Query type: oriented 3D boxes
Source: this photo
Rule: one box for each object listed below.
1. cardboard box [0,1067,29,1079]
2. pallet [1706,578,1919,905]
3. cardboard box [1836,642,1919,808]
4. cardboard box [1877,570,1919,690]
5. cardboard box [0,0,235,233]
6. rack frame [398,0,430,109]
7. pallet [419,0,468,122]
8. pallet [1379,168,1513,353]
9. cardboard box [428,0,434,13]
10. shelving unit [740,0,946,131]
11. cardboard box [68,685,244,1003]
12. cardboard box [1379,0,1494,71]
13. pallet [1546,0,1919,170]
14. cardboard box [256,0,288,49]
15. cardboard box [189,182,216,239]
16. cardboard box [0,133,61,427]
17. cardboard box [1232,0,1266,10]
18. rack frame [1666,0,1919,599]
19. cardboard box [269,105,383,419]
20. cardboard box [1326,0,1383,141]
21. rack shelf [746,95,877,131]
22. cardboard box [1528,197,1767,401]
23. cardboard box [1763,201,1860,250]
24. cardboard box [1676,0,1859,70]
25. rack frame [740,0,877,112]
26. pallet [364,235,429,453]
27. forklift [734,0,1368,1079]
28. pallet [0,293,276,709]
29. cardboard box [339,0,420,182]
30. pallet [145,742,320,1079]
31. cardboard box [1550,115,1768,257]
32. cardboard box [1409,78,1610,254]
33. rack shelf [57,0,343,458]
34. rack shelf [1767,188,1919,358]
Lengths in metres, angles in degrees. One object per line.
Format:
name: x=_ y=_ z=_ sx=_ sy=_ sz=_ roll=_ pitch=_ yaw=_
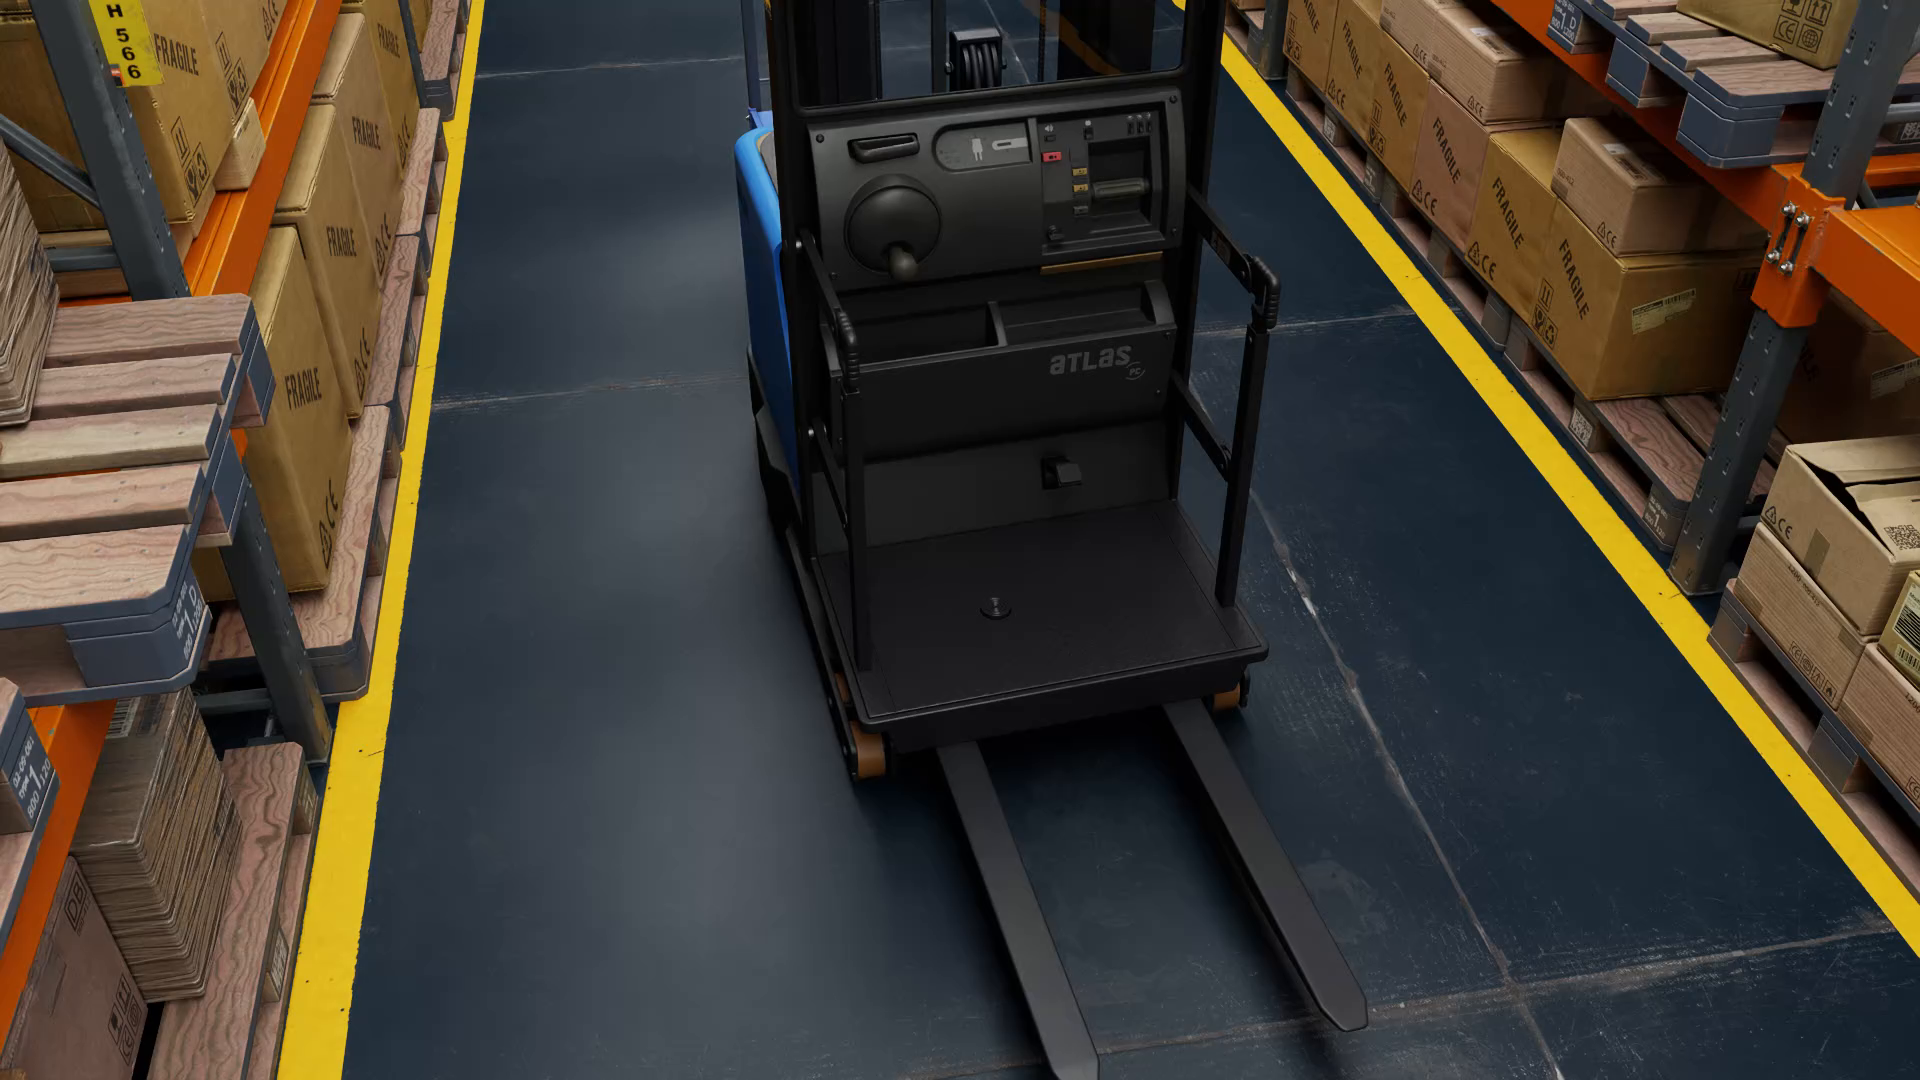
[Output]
cardboard box: x=-1.933 y=1.301 z=2.809 sx=0.700 sy=0.500 sz=0.500 roll=-6 pitch=38 yaw=-8
pallet: x=2.781 y=0.505 z=4.428 sx=1.003 sy=0.211 sz=1.213 roll=-6 pitch=38 yaw=-8
cardboard box: x=2.566 y=0.474 z=4.094 sx=0.500 sy=0.250 sz=0.500 roll=-7 pitch=38 yaw=-9
cardboard box: x=2.578 y=0.265 z=3.905 sx=0.500 sy=0.311 sz=0.500 roll=-7 pitch=38 yaw=-9
cardboard box: x=-2.035 y=-1.048 z=3.814 sx=0.500 sy=0.500 sz=0.500 roll=-5 pitch=38 yaw=-7
rack frame: x=-2.903 y=-2.978 z=6.639 sx=1.000 sy=3.000 sz=0.127 roll=-6 pitch=38 yaw=-8
pallet: x=-2.959 y=-2.345 z=8.096 sx=1.003 sy=0.211 sz=1.213 roll=-6 pitch=38 yaw=-8
pallet: x=2.371 y=-1.187 z=6.605 sx=1.003 sy=0.211 sz=1.213 roll=-6 pitch=38 yaw=-8
cardboard box: x=-3.018 y=-2.924 z=8.263 sx=0.700 sy=0.500 sz=0.500 roll=-7 pitch=38 yaw=-8
shelving unit: x=-0.421 y=-1.446 z=5.888 sx=0.538 sy=1.500 sz=1.048 roll=-9 pitch=39 yaw=-12
cardboard box: x=-2.024 y=0.680 z=3.608 sx=0.700 sy=0.500 sz=0.500 roll=-6 pitch=38 yaw=-7
cardboard box: x=1.994 y=-2.074 z=6.542 sx=0.500 sy=0.250 sz=0.500 roll=-6 pitch=38 yaw=-8
pallet: x=2.487 y=-1.424 z=4.794 sx=1.213 sy=0.211 sz=1.003 roll=-6 pitch=38 yaw=-8
cardboard box: x=-2.203 y=-1.665 z=4.608 sx=0.500 sy=0.500 sz=0.500 roll=-6 pitch=38 yaw=-8
cardboard box: x=-2.067 y=-0.848 z=4.085 sx=0.380 sy=0.149 sz=0.250 roll=-6 pitch=38 yaw=-7
cardboard box: x=-2.109 y=-0.493 z=2.999 sx=0.700 sy=0.500 sz=0.500 roll=-11 pitch=39 yaw=-13
cardboard box: x=1.594 y=-3.014 z=8.363 sx=0.500 sy=0.500 sz=0.500 roll=-6 pitch=38 yaw=-8
rack frame: x=2.675 y=-1.097 z=4.218 sx=1.000 sy=3.000 sz=0.127 roll=-6 pitch=38 yaw=-8
cardboard box: x=-2.349 y=-0.867 z=5.331 sx=0.750 sy=0.750 sz=0.750 roll=-6 pitch=38 yaw=-8
cardboard box: x=1.923 y=-2.061 z=7.136 sx=0.500 sy=0.500 sz=0.500 roll=-6 pitch=38 yaw=-7
rack shelf: x=-0.421 y=-1.304 z=5.999 sx=0.538 sy=0.185 sz=1.000 roll=-9 pitch=39 yaw=-12
cardboard box: x=2.280 y=-0.824 z=5.544 sx=0.500 sy=0.500 sz=0.500 roll=-5 pitch=38 yaw=-6
cardboard box: x=2.779 y=-0.905 z=5.649 sx=0.500 sy=0.500 sz=0.500 roll=-8 pitch=38 yaw=-10
cardboard box: x=2.453 y=-1.671 z=4.532 sx=0.700 sy=0.500 sz=0.500 roll=-19 pitch=42 yaw=-23
rack frame: x=-0.553 y=-1.747 z=6.276 sx=0.500 sy=1.500 sz=0.032 roll=-9 pitch=39 yaw=-12
pallet: x=-2.476 y=-0.681 z=5.954 sx=1.003 sy=0.211 sz=1.213 roll=-6 pitch=38 yaw=-8
forklift: x=0.160 y=-0.788 z=3.876 sx=1.130 sy=2.935 sz=3.031 roll=-9 pitch=39 yaw=-12
pallet: x=-1.972 y=-0.068 z=3.048 sx=1.213 sy=0.211 sz=1.003 roll=-6 pitch=38 yaw=-8
cardboard box: x=-2.661 y=-1.917 z=6.682 sx=0.750 sy=0.750 sz=0.750 roll=-6 pitch=38 yaw=-7
pallet: x=-2.066 y=1.011 z=3.777 sx=1.003 sy=0.211 sz=1.213 roll=-6 pitch=38 yaw=-8
cardboard box: x=2.266 y=-1.153 z=5.357 sx=0.500 sy=0.250 sz=0.500 roll=-5 pitch=38 yaw=-6
cardboard box: x=2.091 y=-1.453 z=6.354 sx=0.500 sy=0.500 sz=0.500 roll=-8 pitch=38 yaw=-10
rack shelf: x=-2.552 y=-1.486 z=5.305 sx=1.077 sy=0.370 sz=4.000 roll=-6 pitch=38 yaw=-8
rack shelf: x=3.025 y=0.395 z=2.883 sx=1.077 sy=0.370 sz=4.000 roll=-6 pitch=38 yaw=-8
